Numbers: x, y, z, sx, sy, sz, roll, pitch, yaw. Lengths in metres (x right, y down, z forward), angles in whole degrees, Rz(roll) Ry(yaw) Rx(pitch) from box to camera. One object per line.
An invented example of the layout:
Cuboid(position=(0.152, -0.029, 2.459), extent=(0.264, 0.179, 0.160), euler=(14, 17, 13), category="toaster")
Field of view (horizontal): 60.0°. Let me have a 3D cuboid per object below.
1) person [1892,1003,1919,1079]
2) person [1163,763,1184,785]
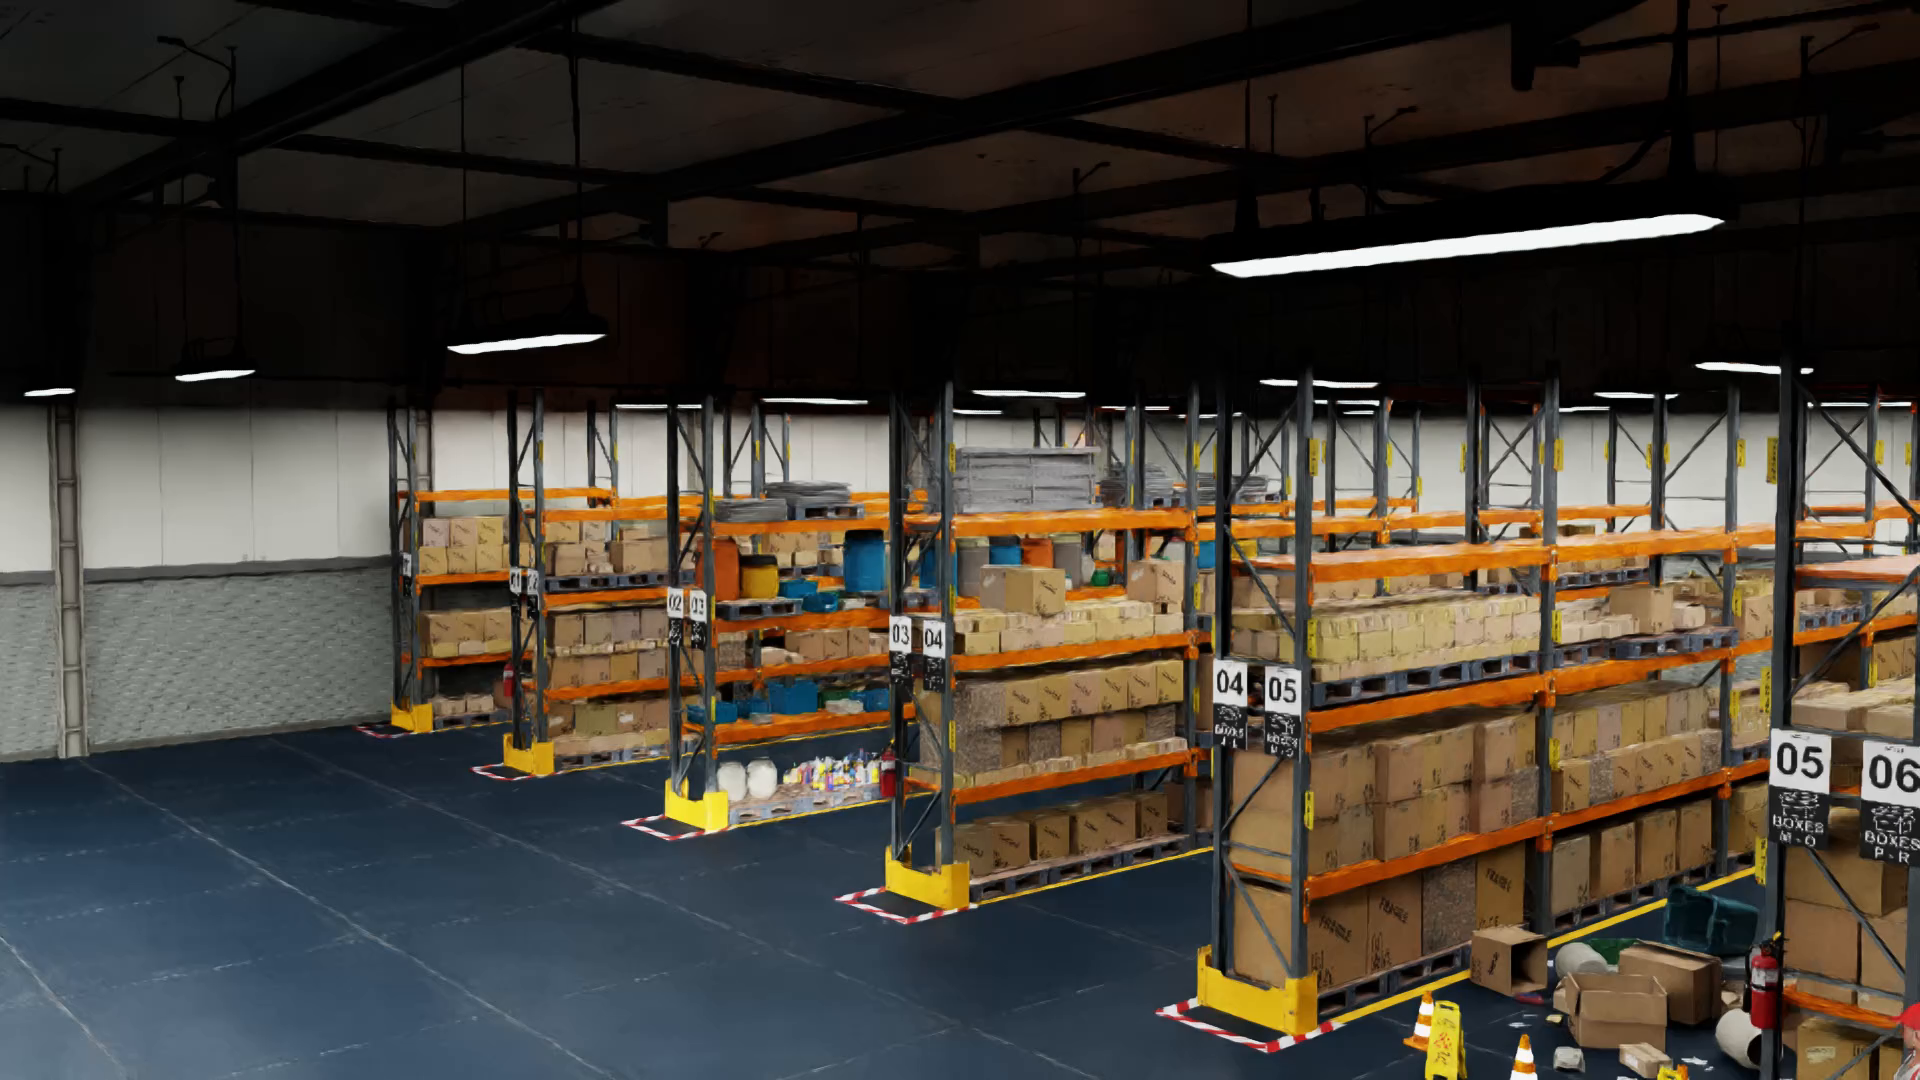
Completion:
Cuboid(position=(5.823, 3.683, 9.912), extent=(0.458, 1.780, 0.704), euler=(1, 3, 16), category="person")
Cuboid(position=(3.292, 2.859, 24.964), extent=(0.422, 1.677, 0.502), euler=(1, 4, 21), category="person")
